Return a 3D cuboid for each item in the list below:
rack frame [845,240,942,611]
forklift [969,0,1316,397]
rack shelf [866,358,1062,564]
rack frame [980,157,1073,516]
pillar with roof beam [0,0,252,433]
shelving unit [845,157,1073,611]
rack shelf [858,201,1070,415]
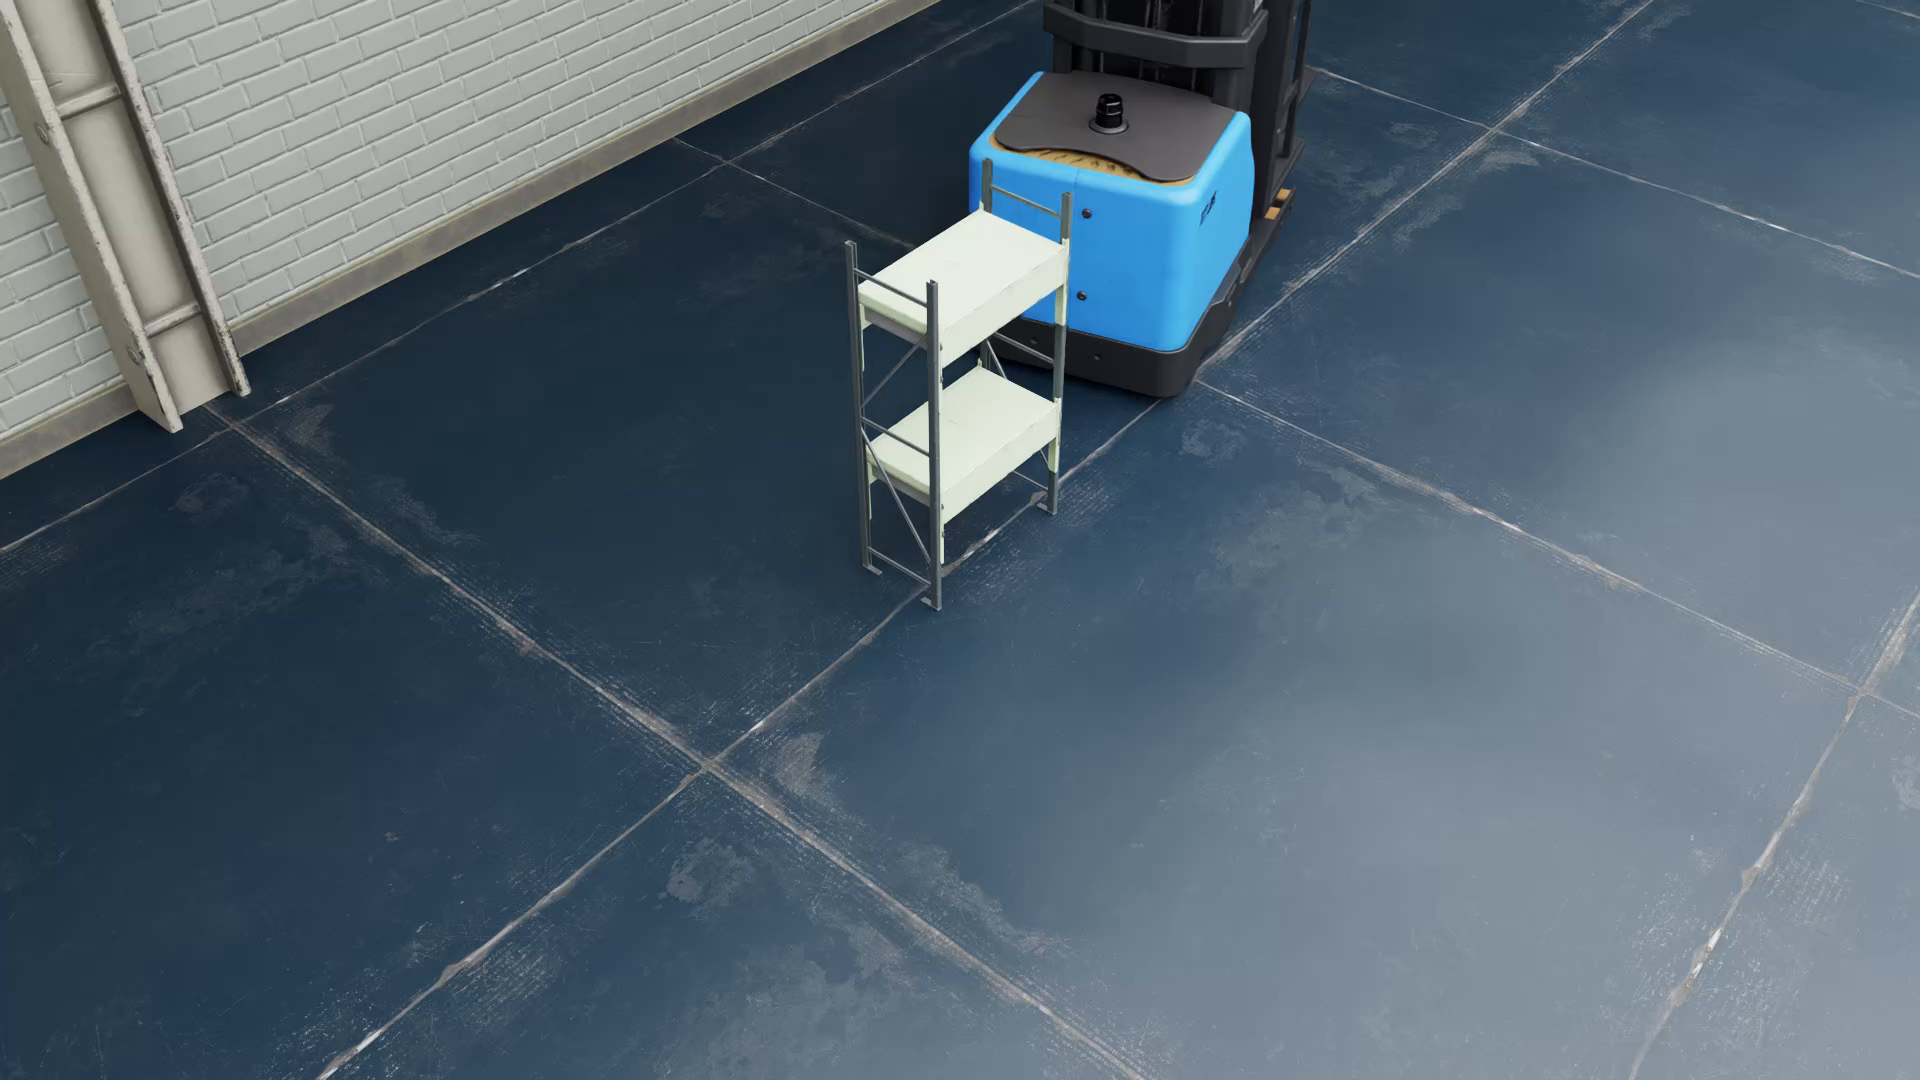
[{"bbox_3d":[-0.231,-0.370,6.042,0.400,1.500,0.023,29,50,28],"label":"rack frame"},{"bbox_3d":[1.077,-2.711,7.553,1.130,2.935,3.031,16,45,17],"label":"forklift"},{"bbox_3d":[0.004,-0.317,6.469,0.431,0.370,0.720,29,50,28],"label":"rack shelf"},{"bbox_3d":[0.240,-0.747,6.457,0.400,1.500,0.023,29,50,28],"label":"rack frame"},{"bbox_3d":[-0.136,-2.099,2.370,9.100,9.000,0.400,29,50,28],"label":"pillar with roof beam"},{"bbox_3d":[0.004,-0.558,6.249,0.431,1.500,0.755,29,50,28],"label":"shelving unit"},{"bbox_3d":[0.004,-0.847,5.987,0.431,0.370,0.720,29,50,28],"label":"rack shelf"}]
